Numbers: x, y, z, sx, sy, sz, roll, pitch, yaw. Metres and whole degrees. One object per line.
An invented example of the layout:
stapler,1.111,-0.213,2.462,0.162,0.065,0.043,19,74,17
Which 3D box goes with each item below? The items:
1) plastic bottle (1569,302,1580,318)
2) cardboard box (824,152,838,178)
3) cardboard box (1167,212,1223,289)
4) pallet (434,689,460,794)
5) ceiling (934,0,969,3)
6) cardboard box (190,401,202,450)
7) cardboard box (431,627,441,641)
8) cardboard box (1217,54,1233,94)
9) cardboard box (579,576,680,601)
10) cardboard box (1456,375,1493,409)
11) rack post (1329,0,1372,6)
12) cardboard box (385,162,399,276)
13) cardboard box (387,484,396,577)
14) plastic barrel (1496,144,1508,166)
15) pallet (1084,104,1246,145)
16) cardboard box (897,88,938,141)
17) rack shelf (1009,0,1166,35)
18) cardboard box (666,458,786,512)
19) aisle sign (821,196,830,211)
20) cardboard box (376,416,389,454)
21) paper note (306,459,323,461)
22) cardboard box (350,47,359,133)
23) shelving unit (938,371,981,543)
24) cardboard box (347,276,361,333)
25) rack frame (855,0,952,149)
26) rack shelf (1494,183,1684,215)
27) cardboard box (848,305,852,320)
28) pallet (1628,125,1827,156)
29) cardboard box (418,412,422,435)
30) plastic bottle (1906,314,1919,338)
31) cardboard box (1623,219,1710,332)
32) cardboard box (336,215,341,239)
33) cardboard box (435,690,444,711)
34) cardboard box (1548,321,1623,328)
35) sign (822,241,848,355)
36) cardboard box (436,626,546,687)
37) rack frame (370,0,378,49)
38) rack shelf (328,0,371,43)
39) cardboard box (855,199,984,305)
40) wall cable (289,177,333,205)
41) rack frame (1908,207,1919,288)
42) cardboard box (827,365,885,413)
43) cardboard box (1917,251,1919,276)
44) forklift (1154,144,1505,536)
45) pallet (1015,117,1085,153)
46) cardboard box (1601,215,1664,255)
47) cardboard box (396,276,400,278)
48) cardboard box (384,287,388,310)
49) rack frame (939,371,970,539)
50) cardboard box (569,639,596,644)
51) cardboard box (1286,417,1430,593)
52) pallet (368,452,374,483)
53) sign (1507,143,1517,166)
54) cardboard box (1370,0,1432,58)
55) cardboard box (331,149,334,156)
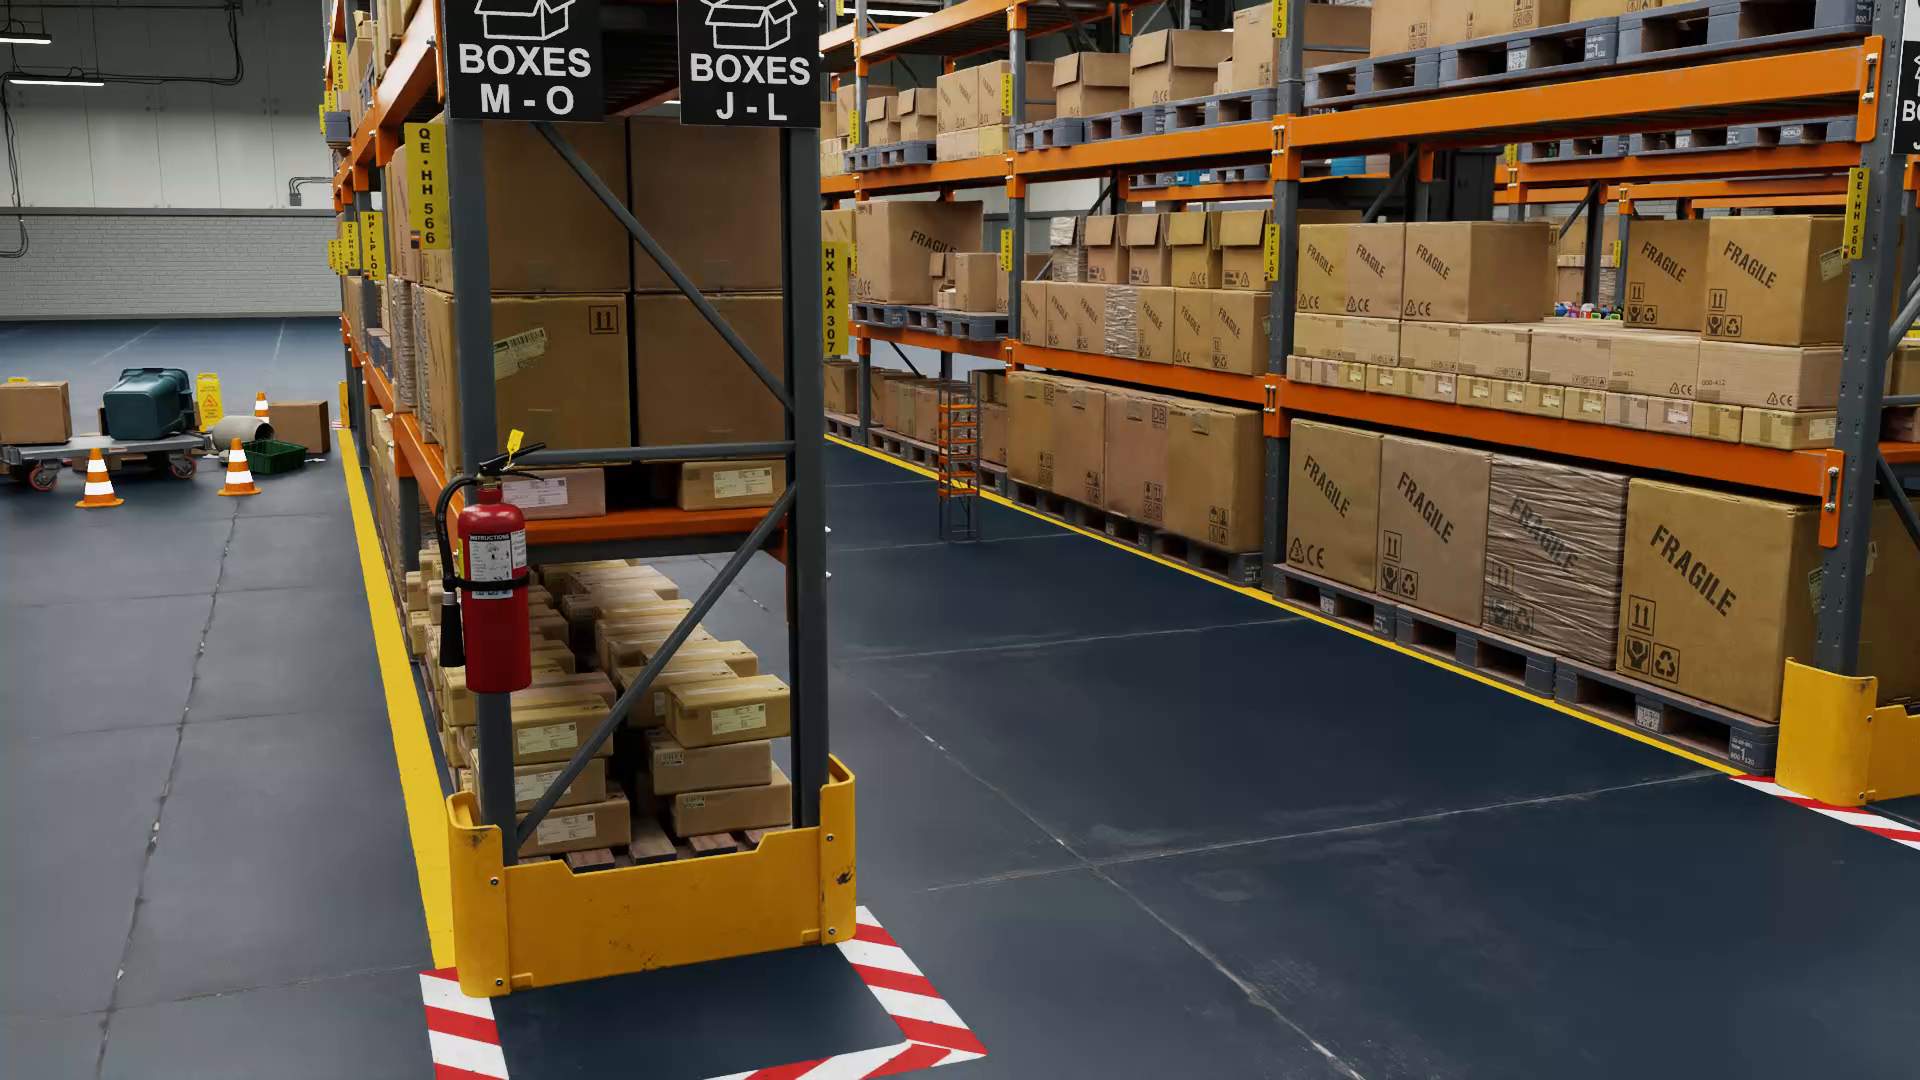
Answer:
plastic bottle,5.430,-1.951,14.656,0.061,0.283,0.133,-4,11,-21
cardboard box,-1.156,-4.041,17.938,0.500,0.250,0.500,-4,11,-19
cardboard box,1.854,-1.948,11.159,0.797,0.503,0.637,-4,11,-20
pallet,-1.606,0.789,6.880,1.003,0.211,1.213,-4,11,-21
ceiling,3.095,-15.256,46.295,6.000,0.001,6.000,-4,11,-21
cardboard box,-8.258,-1.163,17.024,0.637,0.503,0.797,5,11,28
cardboard box,-1.993,0.448,6.927,0.380,0.149,0.250,-4,11,-21
cardboard box,2.018,-3.013,10.785,0.500,0.311,0.500,-4,11,-23
cardboard box,-1.416,0.263,7.118,0.380,0.149,0.250,-4,11,-23
cardboard box,2.695,-0.741,8.240,0.380,0.149,0.250,-4,11,-23
rack post,4.842,-5.545,16.827,1.013,1.000,3.121,-4,11,-21
cardboard box,-2.392,-1.489,7.738,0.500,0.500,0.500,-4,11,-20
cardboard box,-3.017,-0.055,9.603,0.500,0.500,0.500,-4,11,-22
plastic barrel,5.403,-4.027,16.000,0.600,0.901,0.600,0,10,0
pallet,1.573,-2.941,11.865,1.003,0.211,1.213,-3,11,-18
cardboard box,-0.147,-3.992,15.740,0.797,0.503,0.637,-3,11,-19
rack shelf,1.607,-3.918,11.446,1.077,0.370,4.000,-4,11,-21
cardboard box,-0.691,-0.188,5.127,0.380,0.149,0.250,-4,11,-21
aisle sign,-1.760,-4.457,20.986,0.394,0.787,0.004,-4,11,-21
cardboard box,-3.570,-0.678,10.964,0.500,0.250,0.500,-4,11,-22
paper note,-6.315,-0.787,16.256,0.142,0.020,0.147,5,11,28
cardboard box,-3.631,-2.878,10.685,0.500,0.500,0.500,-4,11,-21
shelving unit,-0.005,-0.593,11.828,0.258,1.200,0.189,-4,11,-21
cardboard box,-5.287,-2.143,15.115,0.500,0.500,0.500,-4,11,-20
rack frame,-0.568,-5.448,16.854,1.000,3.000,0.127,-4,11,-21
rack shelf,7.942,-4.572,22.546,1.077,0.370,4.000,-4,11,-21
cardboard box,-1.001,-2.429,17.726,0.380,0.149,0.250,-4,11,-21
pallet,6.159,-3.194,13.283,1.003,0.211,1.213,-4,11,-21
cardboard box,-2.099,-0.532,7.064,0.380,0.149,0.250,-4,11,-20
plastic bottle,7.108,-1.563,12.285,0.144,0.351,0.185,-4,11,-21
cardboard box,3.484,-1.239,7.758,0.500,0.500,0.500,-4,11,-22
cardboard box,-6.217,-3.208,17.877,0.875,0.550,0.550,-4,11,-21
cardboard box,-1.988,0.595,6.949,0.380,0.149,0.250,-4,11,-22
cardboard box,3.291,-0.955,8.305,0.500,0.250,0.500,-4,11,-22
sign,-0.373,-0.698,4.809,0.100,0.325,0.005,-4,11,-21
cardboard box,-1.740,0.431,6.177,0.380,0.149,0.250,-3,11,-19
rack frame,-2.328,-3.844,7.836,1.000,3.000,0.127,-4,11,-21
rack shelf,-4.502,-4.272,13.440,1.077,0.370,4.000,-4,11,-21
cardboard box,-0.410,-2.858,16.511,1.000,1.000,1.000,-4,11,-21
wall cable,-18.319,-12.722,48.032,2.305,6.003,0.169,-4,11,-21
rack frame,10.116,-2.470,17.239,1.000,3.000,0.127,-4,11,-21
cardboard box,-1.188,-1.728,19.007,0.500,0.500,0.500,-5,11,-26
cardboard box,13.307,-3.833,23.132,0.500,0.500,0.500,-4,11,-22
forklift,2.713,-1.372,11.262,3.031,2.935,1.130,-2,10,-10
pallet,1.165,-3.124,12.890,1.213,0.211,1.003,-3,11,-18
cardboard box,8.500,-3.883,21.193,0.700,0.500,0.500,-4,11,-21
cardboard box,-2.198,-0.909,7.330,0.500,0.500,0.500,-4,11,-21
cardboard box,-3.590,-1.594,10.984,0.380,0.149,0.250,-4,11,-23
rack frame,-0.038,-0.608,11.912,0.240,1.200,0.006,-4,11,-21
cardboard box,-1.449,0.456,6.884,0.380,0.149,0.250,-3,11,-18
cardboard box,2.496,-0.237,9.553,0.875,0.875,0.875,-4,11,-21
pallet,-4.877,-0.702,15.265,1.003,0.211,1.213,-4,11,-21
sign,4.988,-3.545,15.019,0.100,0.325,0.005,-4,11,-21
cardboard box,2.671,-2.847,9.024,0.700,0.500,0.500,-5,11,-24
cardboard box,-6.851,-4.382,18.657,0.380,0.149,0.250,-4,11,-20
